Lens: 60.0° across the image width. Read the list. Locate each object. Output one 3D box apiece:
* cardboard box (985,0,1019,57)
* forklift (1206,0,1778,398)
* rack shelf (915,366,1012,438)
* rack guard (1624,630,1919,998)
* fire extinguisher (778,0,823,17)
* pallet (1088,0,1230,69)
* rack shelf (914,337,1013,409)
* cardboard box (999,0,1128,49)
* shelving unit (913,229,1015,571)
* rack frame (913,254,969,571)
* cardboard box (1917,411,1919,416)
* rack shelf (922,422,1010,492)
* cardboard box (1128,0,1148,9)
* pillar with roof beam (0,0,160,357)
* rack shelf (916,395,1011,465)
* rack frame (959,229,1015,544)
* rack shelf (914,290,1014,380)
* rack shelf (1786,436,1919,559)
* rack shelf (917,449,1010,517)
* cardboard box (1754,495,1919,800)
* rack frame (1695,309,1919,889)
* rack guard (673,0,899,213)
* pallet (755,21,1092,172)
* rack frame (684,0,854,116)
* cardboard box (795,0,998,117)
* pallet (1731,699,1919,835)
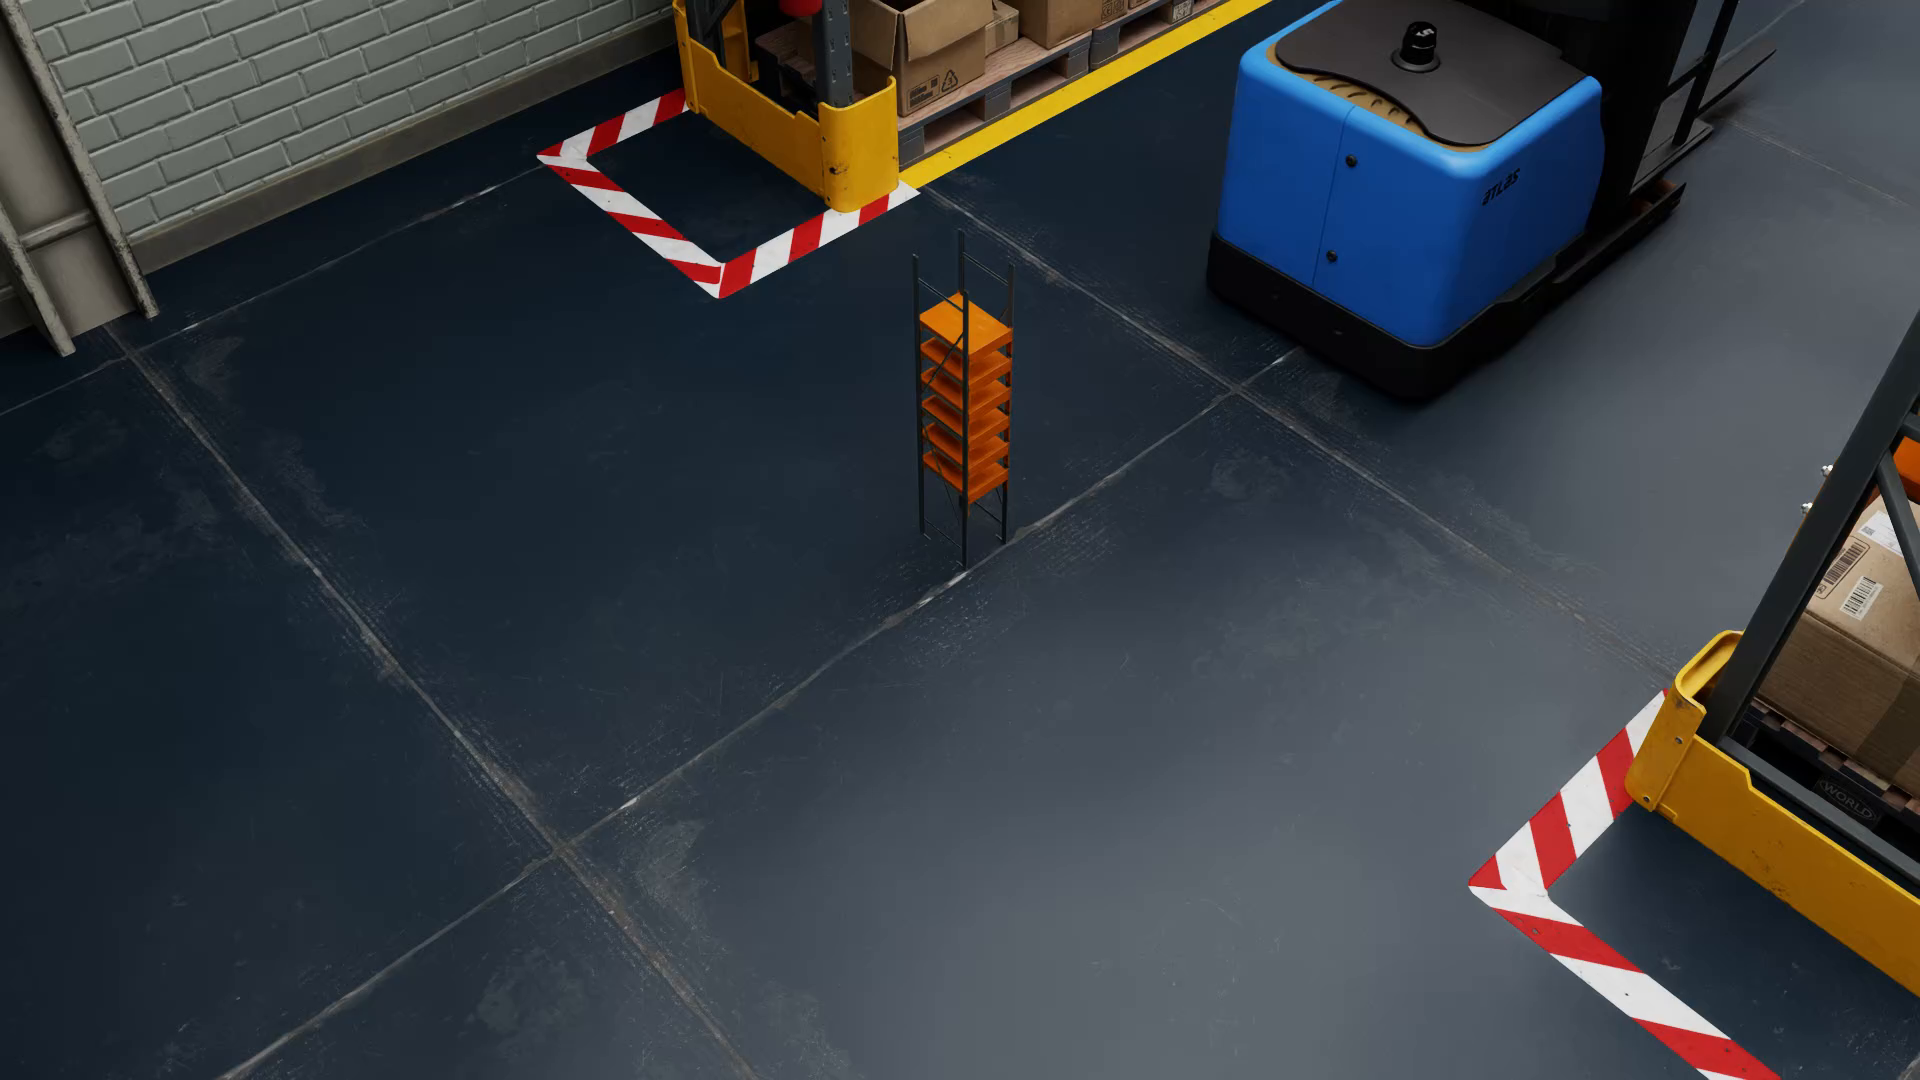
[{"bbox_3d":[0.046,-2.359,7.540,0.250,0.149,0.380,-36,57,-28],"label":"cardboard box"},{"bbox_3d":[2.384,-2.488,6.051,3.031,2.935,1.130,-36,57,-28],"label":"forklift"},{"bbox_3d":[0.011,-0.465,5.260,0.180,0.103,0.258,-34,56,-27],"label":"rack shelf"},{"bbox_3d":[2.513,0.813,4.660,0.348,0.500,1.175,-34,56,-27],"label":"rack guard"},{"bbox_3d":[-0.609,-2.267,6.107,0.183,0.674,0.296,-34,56,-27],"label":"fire extinguisher"},{"bbox_3d":[0.737,-2.830,8.218,1.213,0.211,1.003,-34,56,-27],"label":"pallet"},{"bbox_3d":[0.011,-0.547,5.172,0.180,0.103,0.258,-34,56,-27],"label":"rack shelf"},{"bbox_3d":[0.364,-2.691,7.607,0.500,0.500,0.700,-32,55,-26],"label":"cardboard box"},{"bbox_3d":[0.011,-0.414,5.316,0.189,1.200,0.258,-34,56,-27],"label":"shelving unit"},{"bbox_3d":[-0.057,-0.369,5.274,0.006,1.200,0.240,-34,56,-27],"label":"rack frame"},{"bbox_3d":[2.710,-0.463,4.068,0.500,0.500,0.500,-33,56,-27],"label":"cardboard box"},{"bbox_3d":[0.011,-0.303,5.436,0.180,0.103,0.258,-34,56,-27],"label":"rack shelf"},{"bbox_3d":[0.822,-2.898,7.798,0.500,0.500,0.500,-33,55,-27],"label":"cardboard box"},{"bbox_3d":[-0.516,-1.594,1.098,0.400,9.000,9.100,-34,56,-27],"label":"pillar with roof beam"},{"bbox_3d":[0.011,-0.384,5.348,0.180,0.103,0.258,-34,56,-27],"label":"rack shelf"},{"bbox_3d":[0.078,-0.459,5.357,0.006,1.200,0.240,-34,56,-27],"label":"rack frame"},{"bbox_3d":[0.011,-0.628,5.084,0.180,0.103,0.258,-34,56,-27],"label":"rack shelf"},{"bbox_3d":[4.011,-0.791,4.929,4.000,0.370,1.077,-34,56,-27],"label":"rack shelf"},{"bbox_3d":[0.011,-0.221,5.525,0.180,0.103,0.258,-34,56,-27],"label":"rack shelf"},{"bbox_3d":[2.952,0.299,4.891,0.875,0.438,0.875,-36,57,-28],"label":"cardboard box"},{"bbox_3d":[2.531,-0.046,3.752,0.127,3.000,1.000,-34,56,-27],"label":"rack frame"},{"bbox_3d":[-0.755,-1.934,7.194,0.348,0.500,1.175,-34,56,-27],"label":"rack guard"},{"bbox_3d":[-0.166,-2.230,7.664,1.213,0.211,1.003,-34,56,-27],"label":"pallet"},{"bbox_3d":[-0.811,-2.744,6.241,0.127,3.000,1.000,-34,56,-27],"label":"rack frame"},{"bbox_3d":[-0.295,-2.290,7.235,0.637,0.503,0.797,-36,57,-28],"label":"cardboard box"},{"bbox_3d":[3.070,0.461,5.181,1.213,0.211,1.003,-34,56,-27],"label":"pallet"}]
